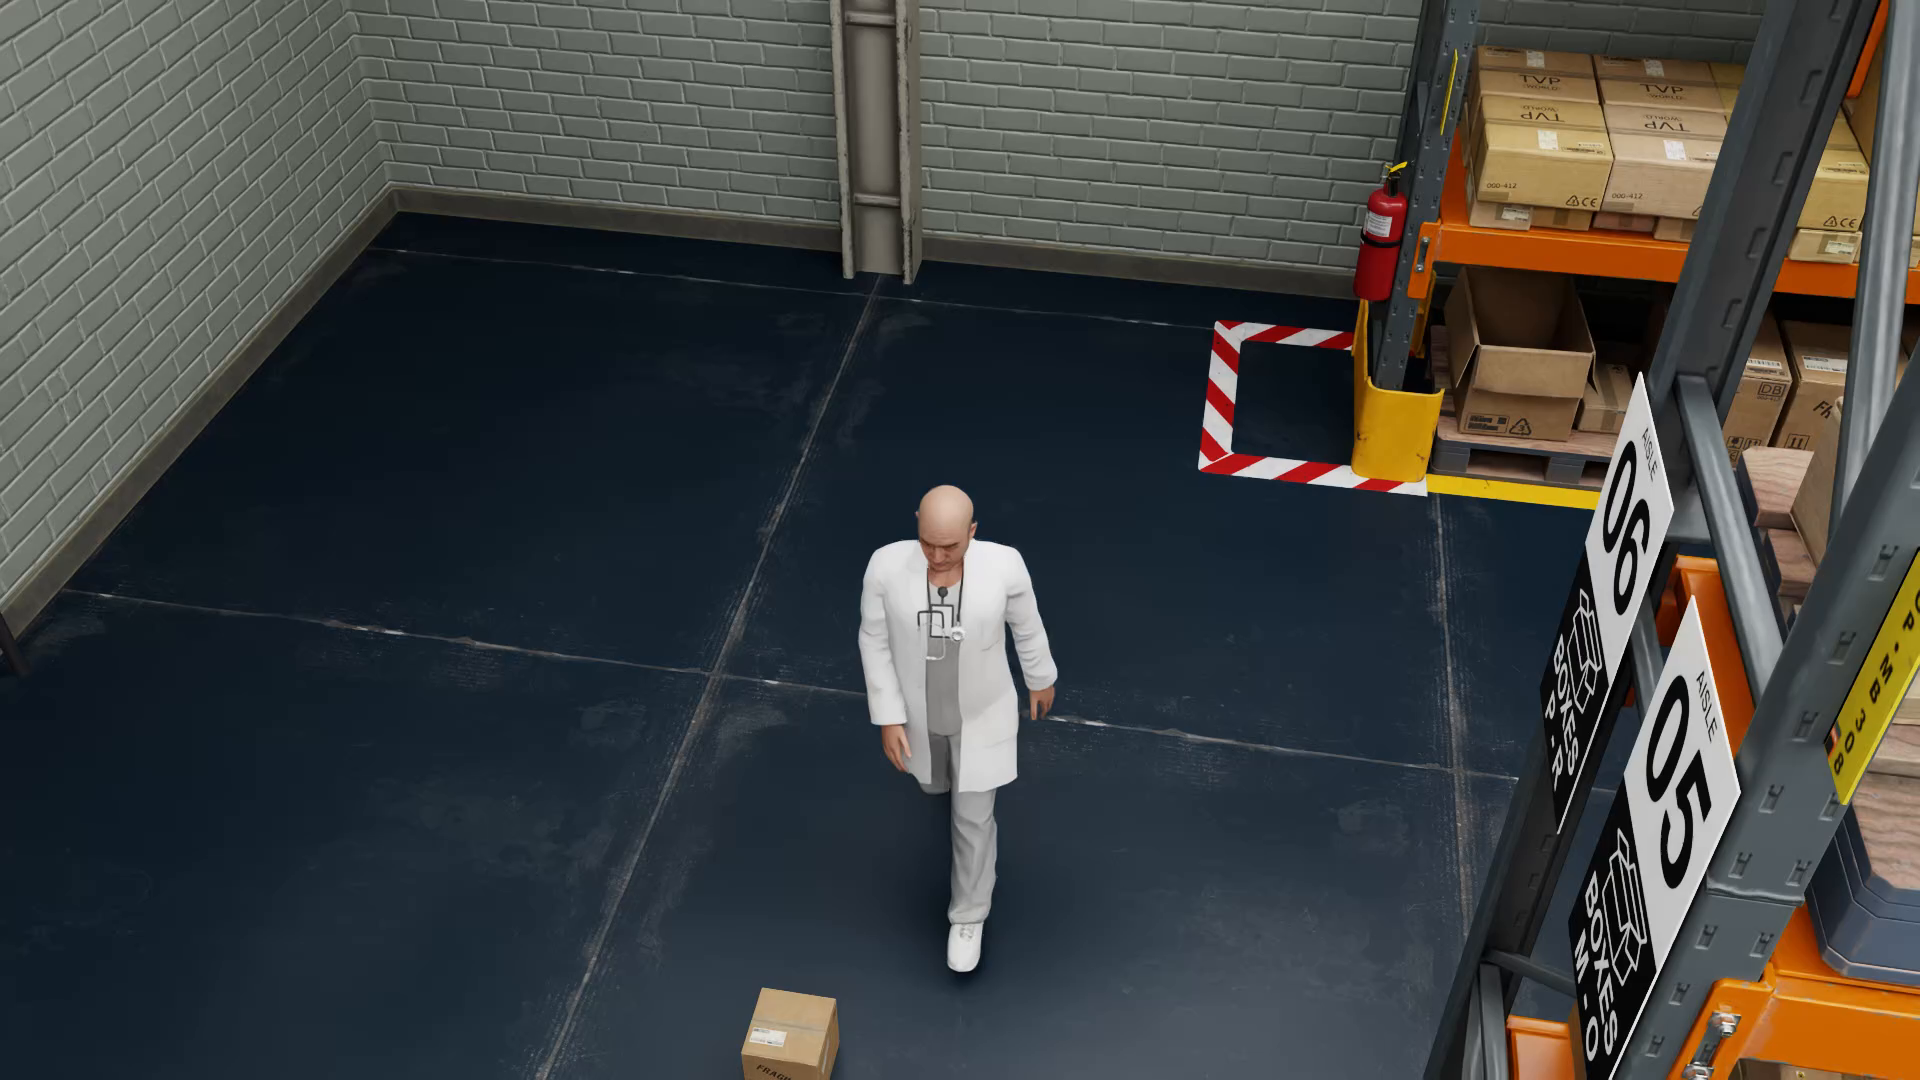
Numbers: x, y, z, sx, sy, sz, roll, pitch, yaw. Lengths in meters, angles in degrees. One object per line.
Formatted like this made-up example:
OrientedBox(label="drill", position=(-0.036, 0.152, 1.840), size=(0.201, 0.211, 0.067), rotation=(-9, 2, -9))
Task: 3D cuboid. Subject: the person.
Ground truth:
OrientedBox(label="person", position=(-0.014, 0.539, 5.541), size=(0.629, 1.744, 0.982), rotation=(8, 41, 9))
